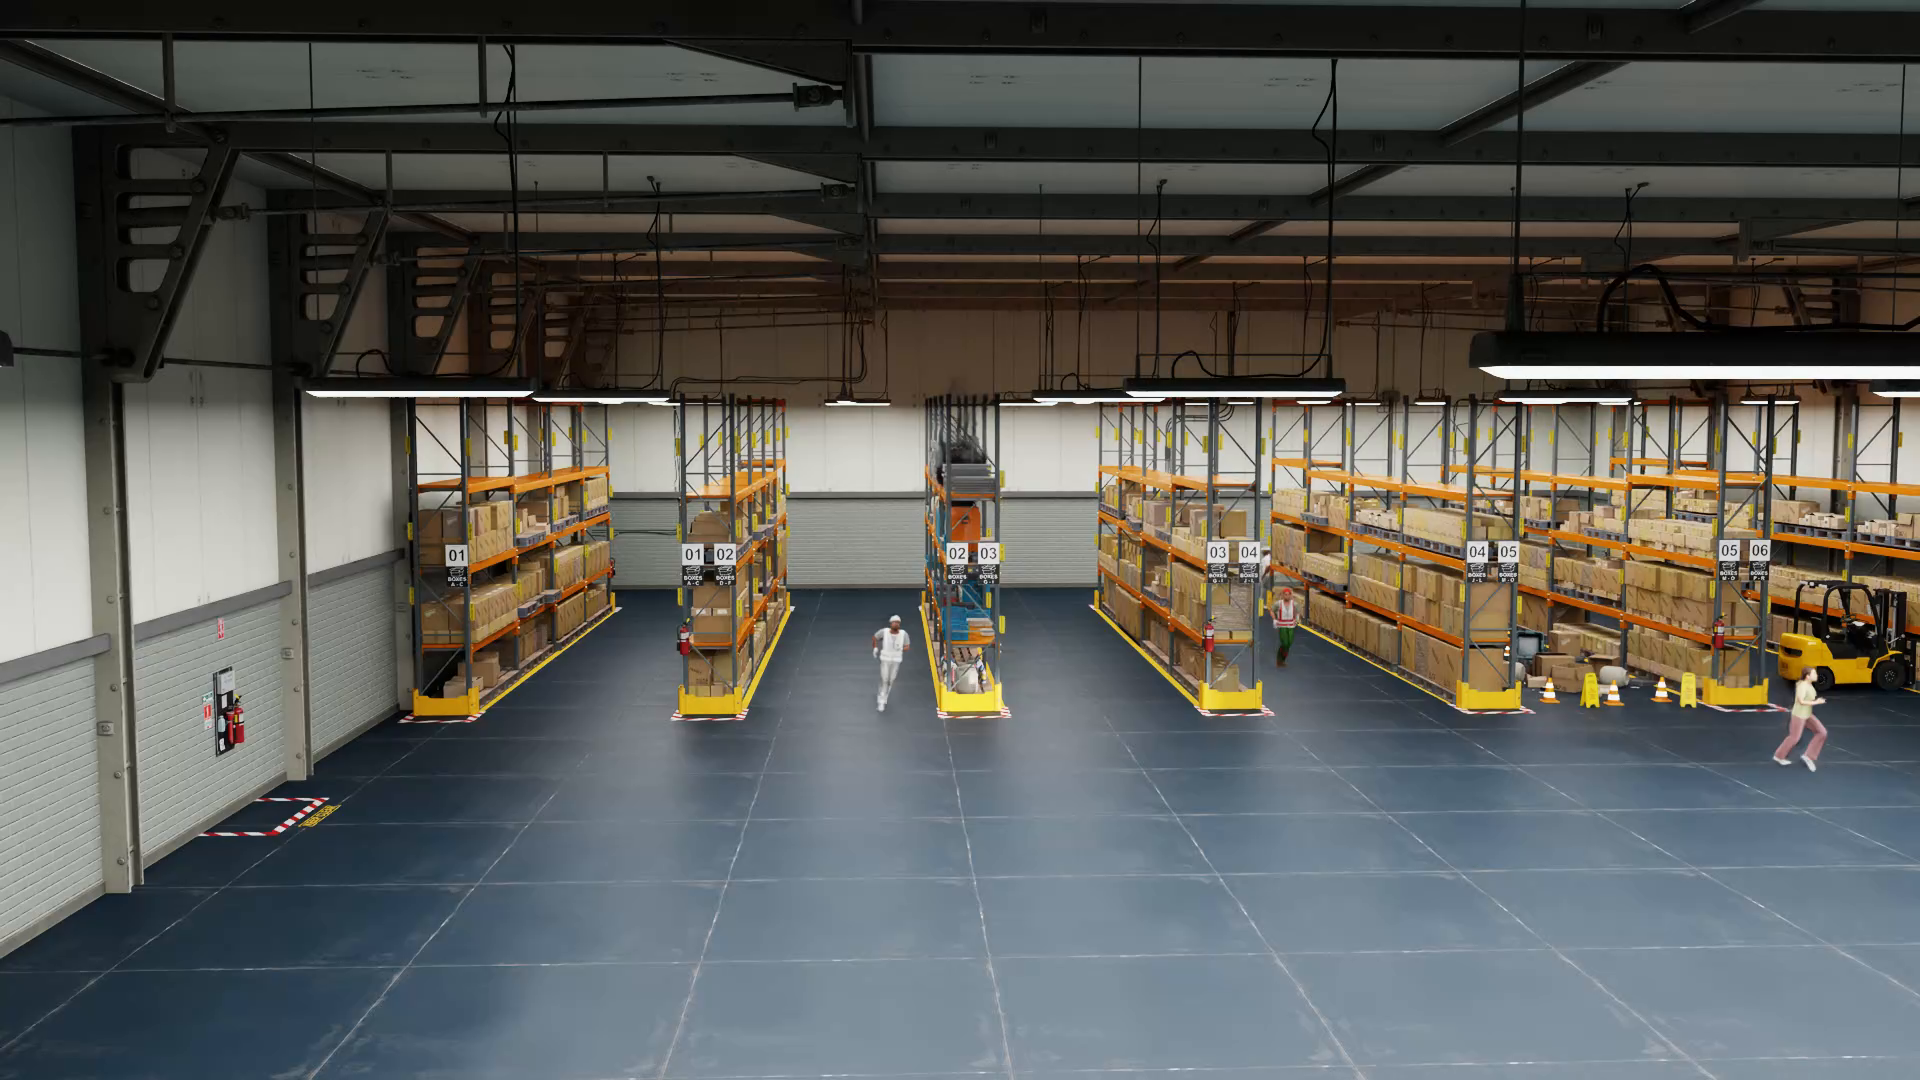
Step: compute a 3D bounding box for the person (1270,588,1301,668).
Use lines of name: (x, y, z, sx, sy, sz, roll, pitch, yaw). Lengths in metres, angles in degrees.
person: (7.212, 1.943, 36.648, 0.624, 1.766, 0.663, 0, 5, -6)

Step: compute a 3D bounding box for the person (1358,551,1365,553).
person: (11.153, 1.183, 46.400, 0.629, 1.743, 0.605, -1, 5, -15)

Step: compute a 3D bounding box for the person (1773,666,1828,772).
person: (13.311, 2.811, 26.334, 0.602, 1.673, 0.797, -4, 6, -44)

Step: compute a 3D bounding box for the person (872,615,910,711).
person: (-1.315, 2.346, 31.881, 0.692, 1.827, 0.777, -1, 5, -16)

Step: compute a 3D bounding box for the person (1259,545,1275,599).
person: (9.053, 1.007, 48.794, 0.946, 1.707, 0.597, 0, 5, -1)
